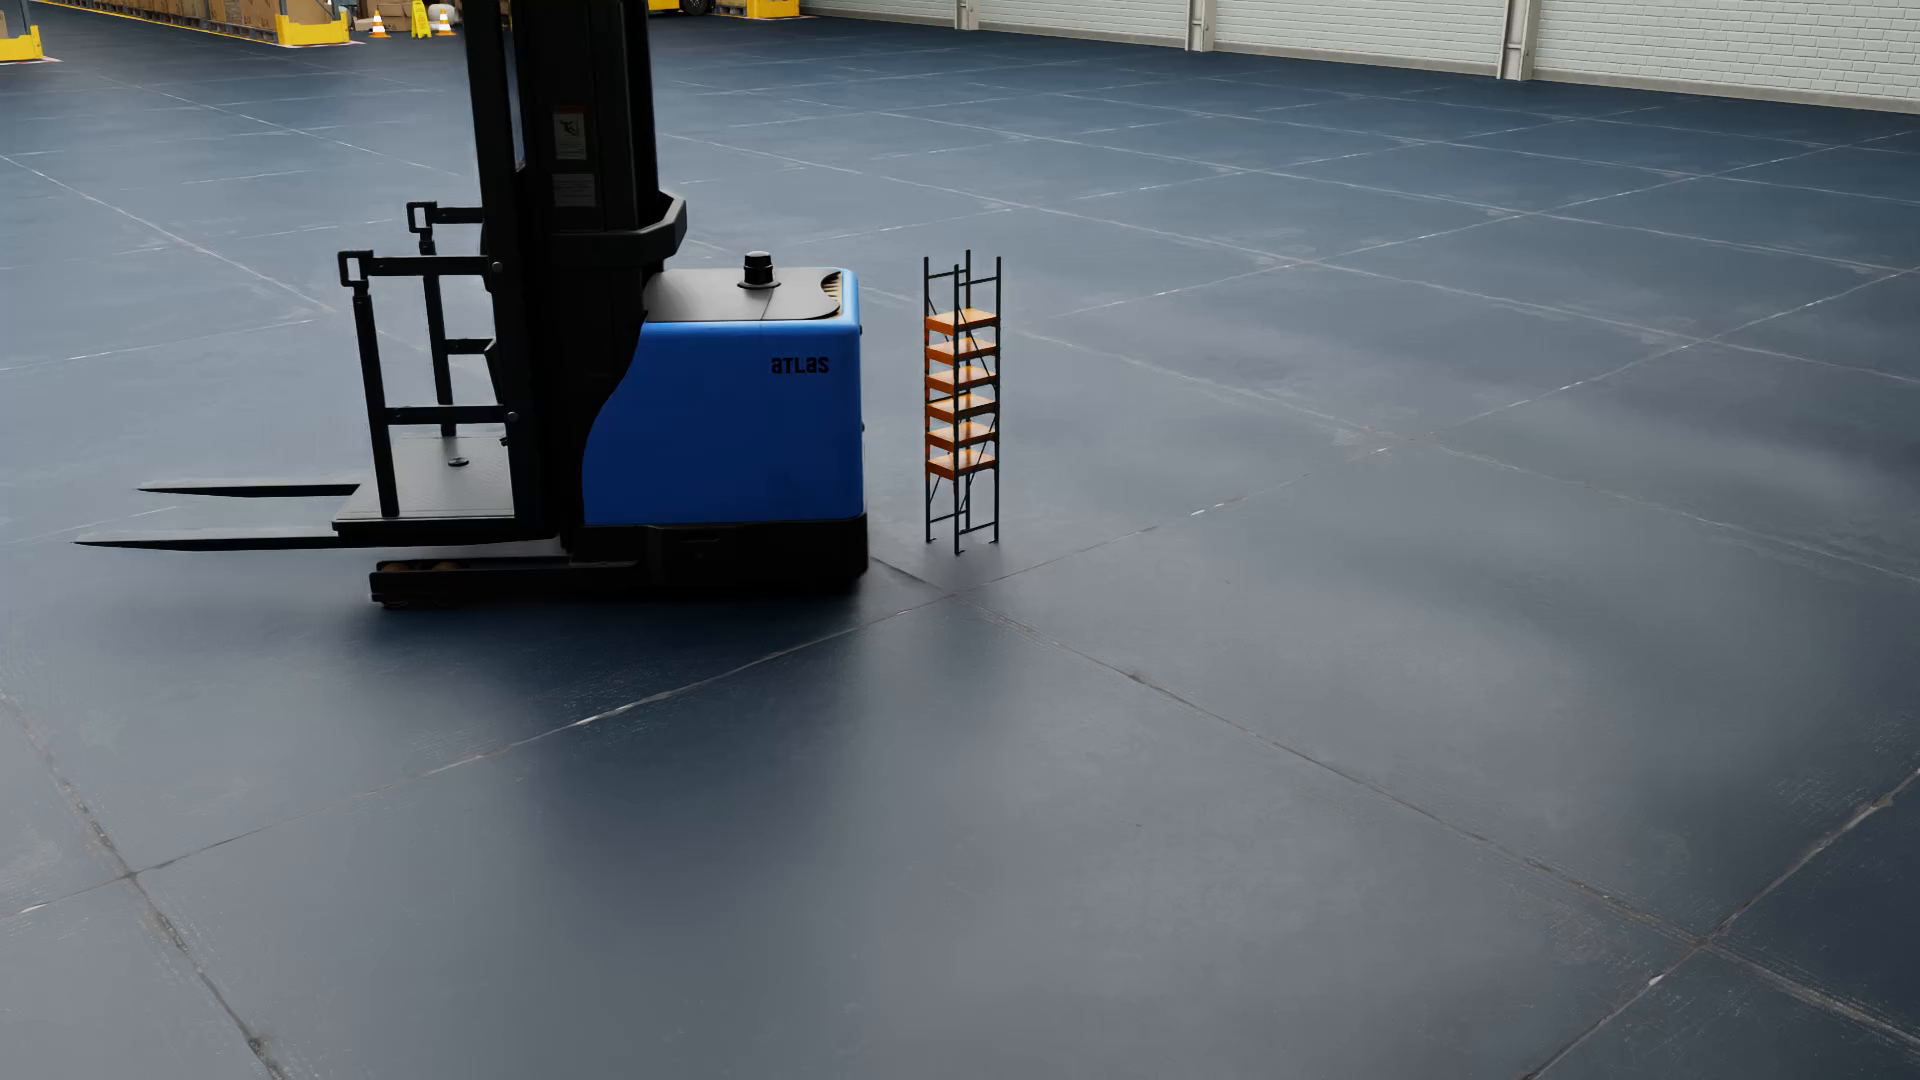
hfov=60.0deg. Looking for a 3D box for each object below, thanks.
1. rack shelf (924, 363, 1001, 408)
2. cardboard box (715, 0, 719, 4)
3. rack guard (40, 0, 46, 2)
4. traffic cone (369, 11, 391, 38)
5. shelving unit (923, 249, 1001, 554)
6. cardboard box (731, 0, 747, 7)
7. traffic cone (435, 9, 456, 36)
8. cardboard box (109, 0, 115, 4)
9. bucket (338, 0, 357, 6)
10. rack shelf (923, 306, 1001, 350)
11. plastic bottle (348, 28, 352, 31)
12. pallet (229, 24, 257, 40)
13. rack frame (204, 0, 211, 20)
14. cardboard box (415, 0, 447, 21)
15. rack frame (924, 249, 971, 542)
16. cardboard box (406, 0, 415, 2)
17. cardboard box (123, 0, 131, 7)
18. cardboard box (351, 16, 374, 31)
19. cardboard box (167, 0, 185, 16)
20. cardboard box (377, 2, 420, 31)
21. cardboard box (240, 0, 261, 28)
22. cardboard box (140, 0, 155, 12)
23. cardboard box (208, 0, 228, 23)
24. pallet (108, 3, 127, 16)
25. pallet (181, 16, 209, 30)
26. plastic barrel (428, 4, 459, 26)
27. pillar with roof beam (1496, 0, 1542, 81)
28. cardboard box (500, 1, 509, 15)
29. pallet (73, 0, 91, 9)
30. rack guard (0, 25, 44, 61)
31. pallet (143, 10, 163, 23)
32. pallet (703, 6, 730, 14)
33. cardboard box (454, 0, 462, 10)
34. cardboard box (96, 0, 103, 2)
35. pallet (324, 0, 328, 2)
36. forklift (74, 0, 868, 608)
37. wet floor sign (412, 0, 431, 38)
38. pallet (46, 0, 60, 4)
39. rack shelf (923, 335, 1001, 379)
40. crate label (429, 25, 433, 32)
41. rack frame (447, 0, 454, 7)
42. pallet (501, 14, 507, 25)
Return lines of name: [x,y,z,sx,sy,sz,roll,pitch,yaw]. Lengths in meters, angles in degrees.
rack shelf: [0.009,-0.625,6.727,0.258,0.103,0.180,-17,27,-37]
cardboard box: [-5.188,-11.845,36.308,0.500,0.250,0.500,-17,27,-37]
rack guard: [-21.841,-13.442,40.618,1.175,0.500,0.348,-17,27,-37]
traffic cone: [-10.717,-9.510,30.629,0.336,0.463,0.334,-17,27,-37]
shelving unit: [0.009,-0.555,6.755,0.258,1.200,0.189,-17,27,-37]
cardboard box: [-4.551,-11.565,35.593,0.500,0.250,0.500,-17,27,-37]
traffic cone: [-9.639,-9.685,31.076,0.336,0.463,0.334,-17,27,-37]
cardboard box: [-18.299,-11.999,36.357,0.500,0.500,0.500,-17,27,-37]
bucket: [-12.222,-11.006,33.376,0.726,0.611,0.620,-8,13,-19]
rack shelf: [0.009,-0.849,6.640,0.258,0.103,0.180,-17,27,-37]
plastic bottle: [-11.804,-9.784,31.881,0.133,0.061,0.283,12,24,27]
pallet: [-12.820,-9.447,30.814,1.003,0.211,1.213,-17,27,-37]
rack frame: [-14.057,-11.311,31.751,1.000,3.000,0.127,-17,27,-37]
cardboard box: [-10.705,-10.735,33.703,0.500,0.500,0.500,0,21,-1]
rack frame: [-0.050,-0.580,6.820,0.240,1.200,0.006,-17,27,-37]
cardboard box: [-11.645,-12.023,36.596,0.950,0.372,0.625,-16,27,-36]
cardboard box: [-17.632,-11.712,35.625,0.500,0.500,0.500,-16,27,-35]
cardboard box: [-11.540,-10.002,32.156,0.396,0.266,0.258,-12,25,-28]
cardboard box: [-15.158,-10.877,33.150,1.050,0.750,0.750,-17,27,-37]
cardboard box: [-10.827,-10.133,32.164,0.637,0.503,0.797,3,22,9]
cardboard box: [-12.515,-9.827,30.298,0.875,0.875,0.875,-18,28,-38]
cardboard box: [-16.339,-11.375,34.422,1.050,0.750,0.750,-18,28,-38]
cardboard box: [-13.700,-10.327,31.575,0.875,0.875,0.875,-17,27,-37]
pallet: [-17.970,-11.671,36.493,1.003,0.211,1.213,-17,27,-37]
pallet: [-14.618,-10.208,32.758,1.003,0.211,1.213,-17,27,-37]
plastic barrel: [-10.258,-10.423,33.016,0.512,0.421,0.421,0,21,-1]
pillar with roof beam: [4.712,-9.798,19.660,9.100,9.000,0.400,-17,27,-37]
cardboard box: [-8.826,-10.632,33.211,0.500,0.250,0.500,-17,27,-37]
pallet: [-19.745,-12.400,38.355,1.003,0.211,1.213,-17,27,-37]
rack guard: [-15.320,-7.910,26.495,1.175,0.500,0.348,-17,27,-37]
pallet: [-16.211,-10.882,34.479,1.003,0.211,1.213,-17,27,-37]
pallet: [-5.328,-11.835,36.911,1.003,0.211,1.213,-17,27,-37]
cardboard box: [-10.193,-11.206,34.675,0.500,0.250,0.500,-19,28,-40]
cardboard box: [-18.998,-12.286,37.091,0.500,0.500,0.500,-16,27,-35]
pallet: [-15.035,-13.234,40.484,1.003,0.211,1.213,-17,27,-37]
forklift: [-1.899,-1.306,6.301,3.031,2.935,1.130,-1,21,-3]
wet floor sign: [-9.928,-9.573,30.541,0.232,0.644,0.267,17,27,36]
pallet: [-21.337,-13.074,40.076,1.003,0.211,1.213,-17,27,-37]
rack shelf: [0.009,-0.737,6.684,0.258,0.103,0.180,-17,27,-37]
crate label: [-10.199,-9.736,31.653,0.298,0.136,0.250,7,23,18]
rack frame: [-10.373,-12.518,34.831,1.000,3.000,0.127,-17,27,-37]
pallet: [-9.108,-10.705,34.026,1.003,0.211,1.213,-17,27,-37]
